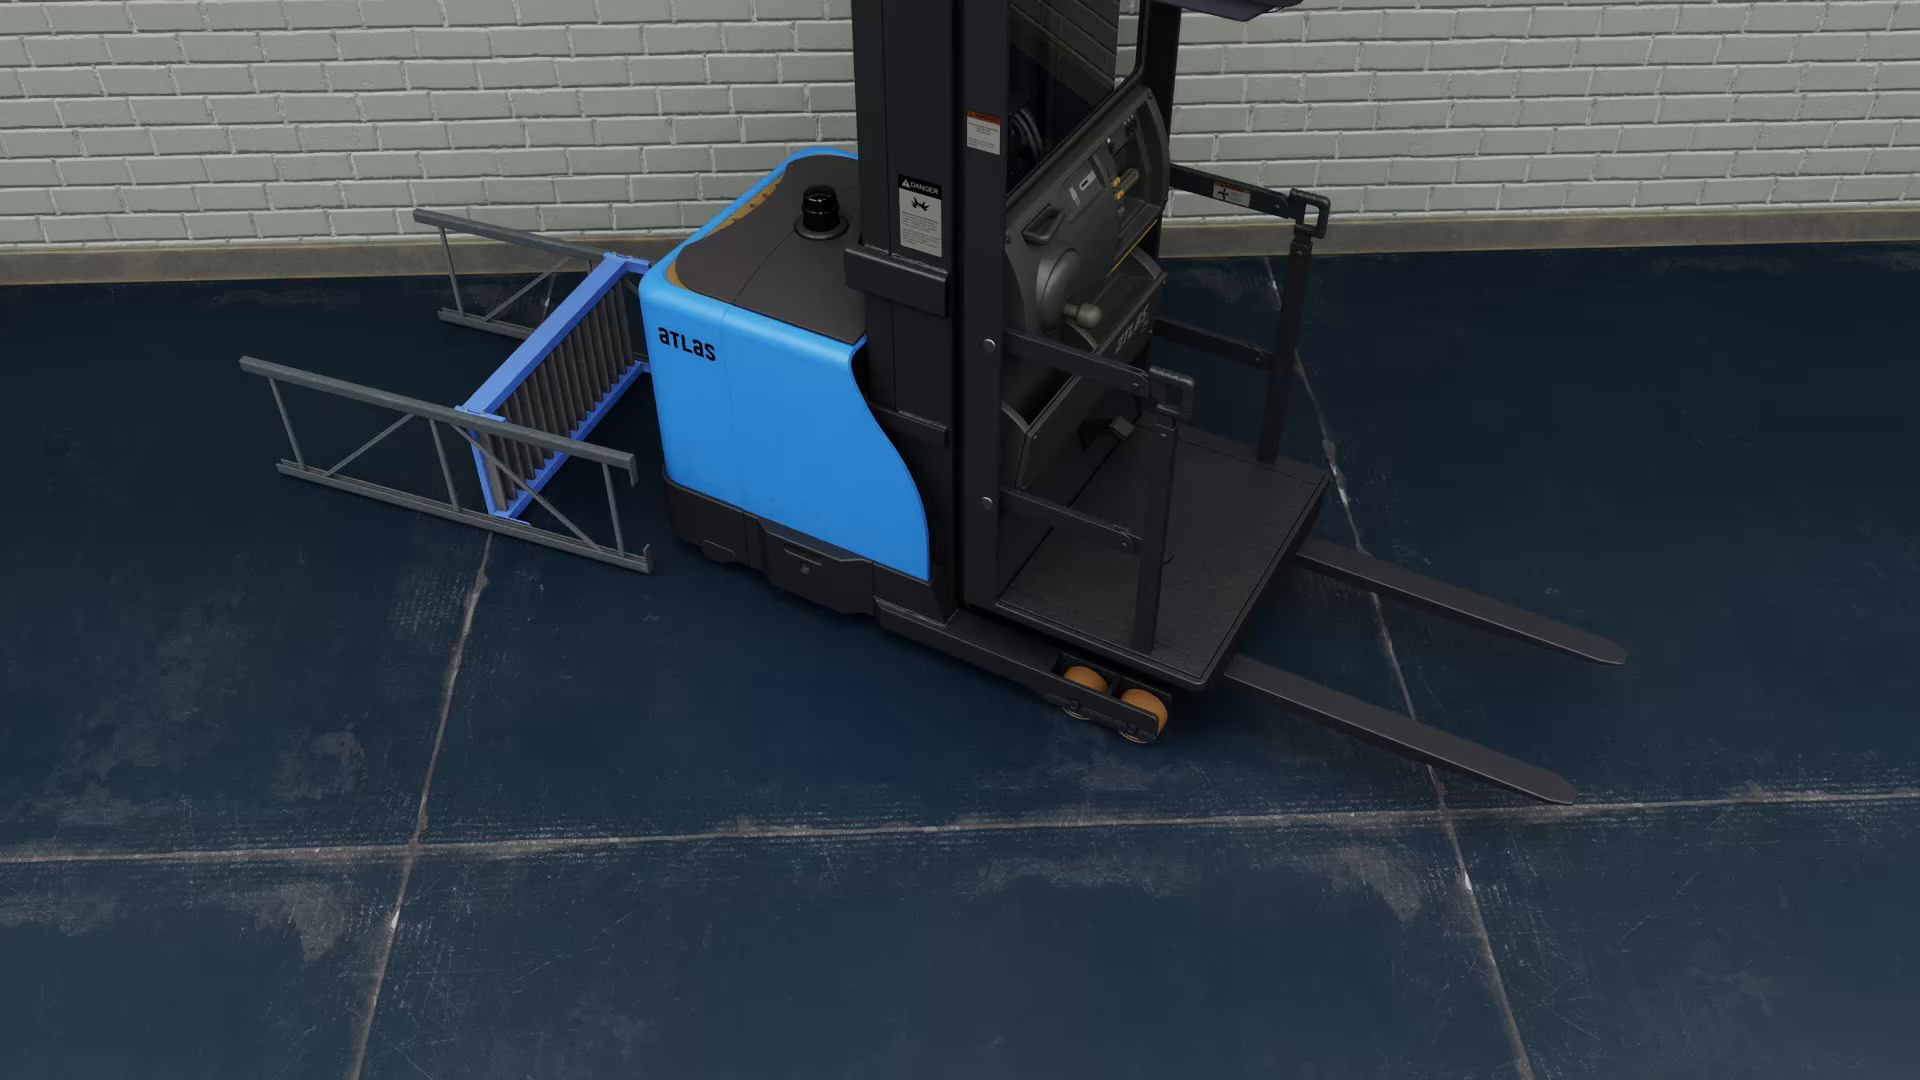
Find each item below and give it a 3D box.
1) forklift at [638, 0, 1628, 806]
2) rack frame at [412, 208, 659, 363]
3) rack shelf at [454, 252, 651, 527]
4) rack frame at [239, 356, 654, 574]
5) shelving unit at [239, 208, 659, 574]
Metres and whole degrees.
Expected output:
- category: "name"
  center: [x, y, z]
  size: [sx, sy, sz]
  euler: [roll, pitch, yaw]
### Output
- category: "forklift"
  center: [0.544, -0.875, 4.536]
  size: [3.031, 2.935, 1.130]
  euler: [21, 46, 21]
- category: "rack frame"
  center: [-1.384, -0.900, 6.333]
  size: [1.500, 0.500, 0.032]
  euler: [14, 44, 15]
- category: "rack shelf"
  center: [-1.395, -0.535, 5.936]
  size: [0.185, 0.538, 1.000]
  euler: [14, 44, 15]
- category: "rack frame"
  center: [-1.742, -0.257, 5.632]
  size: [1.500, 0.500, 0.032]
  euler: [14, 44, 15]
- category: "shelving unit"
  center: [-1.563, -0.578, 5.982]
  size: [1.500, 0.538, 1.048]
  euler: [14, 44, 15]
